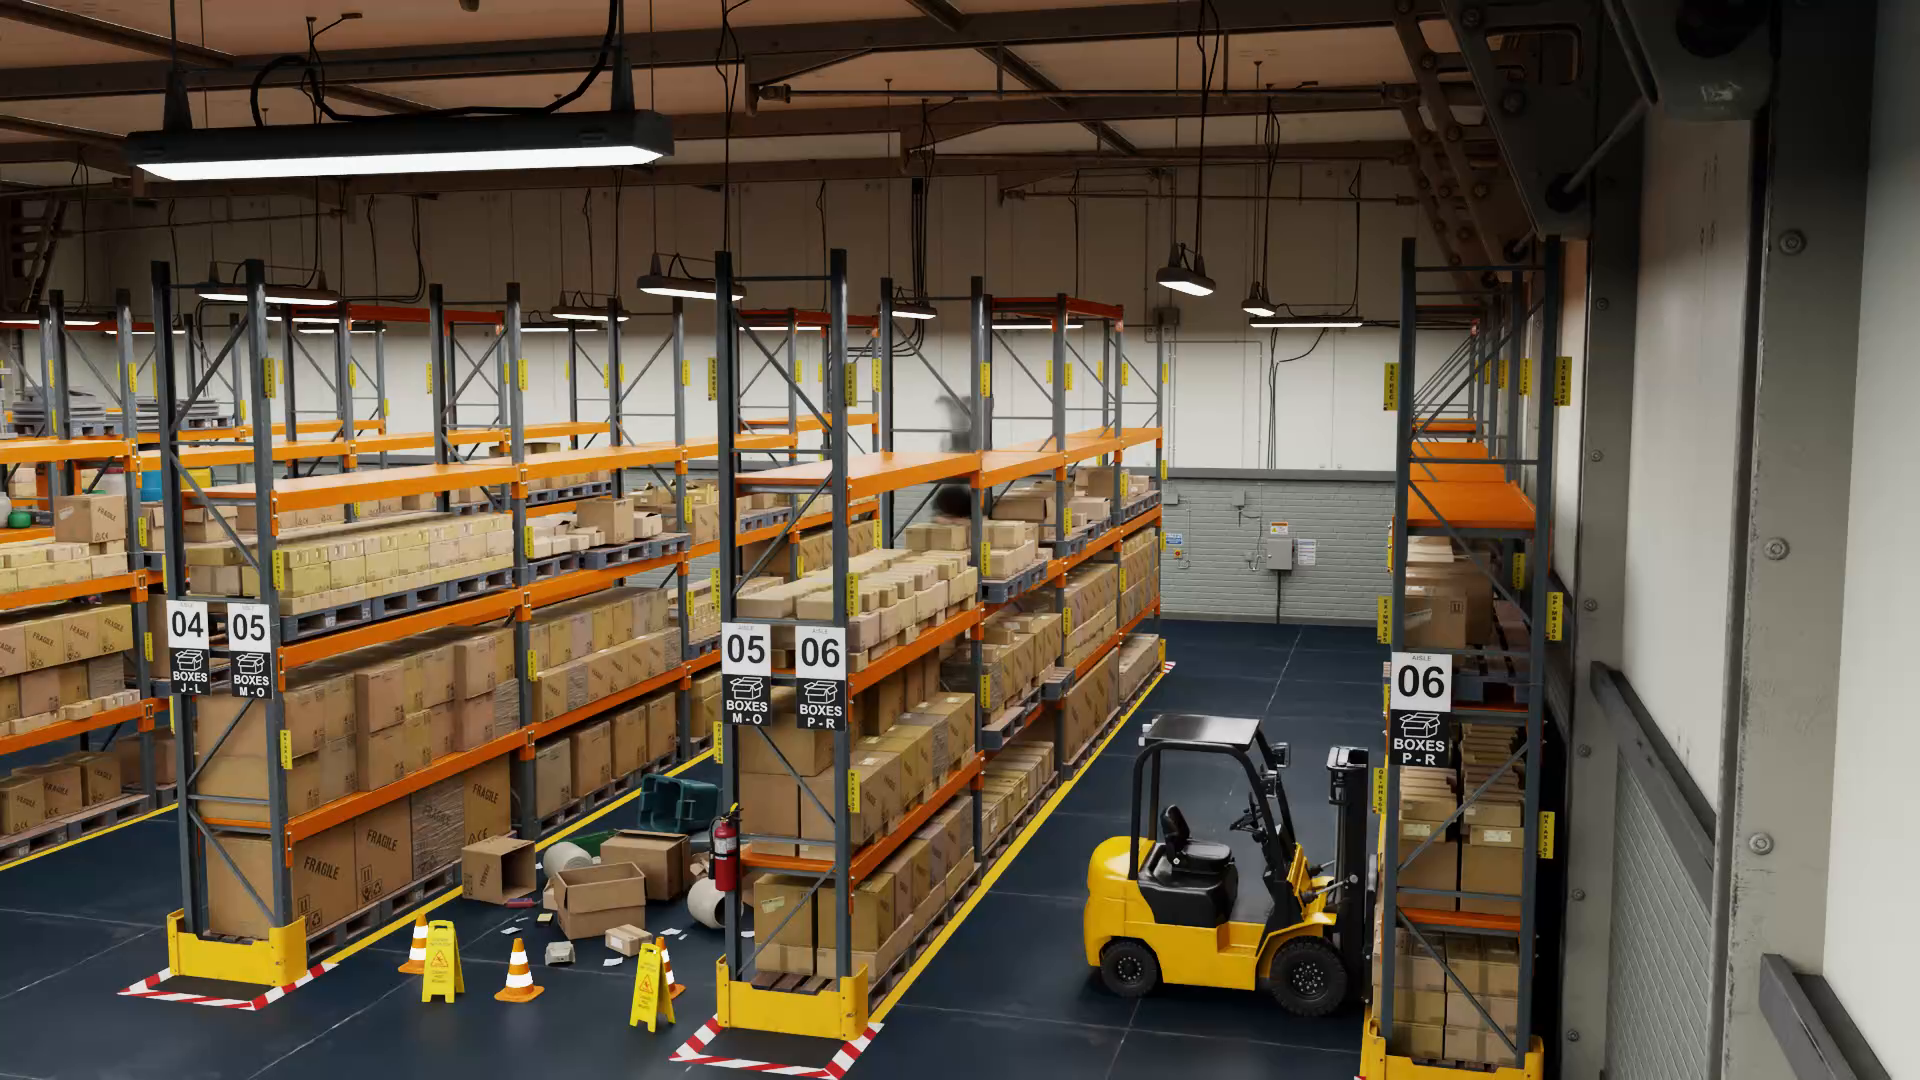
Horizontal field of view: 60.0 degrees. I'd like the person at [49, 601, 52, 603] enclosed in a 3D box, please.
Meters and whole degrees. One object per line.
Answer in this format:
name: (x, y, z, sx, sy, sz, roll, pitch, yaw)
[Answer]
person: (-15.388, 1.362, 27.559, 0.684, 1.795, 0.865, 0, 6, 2)
